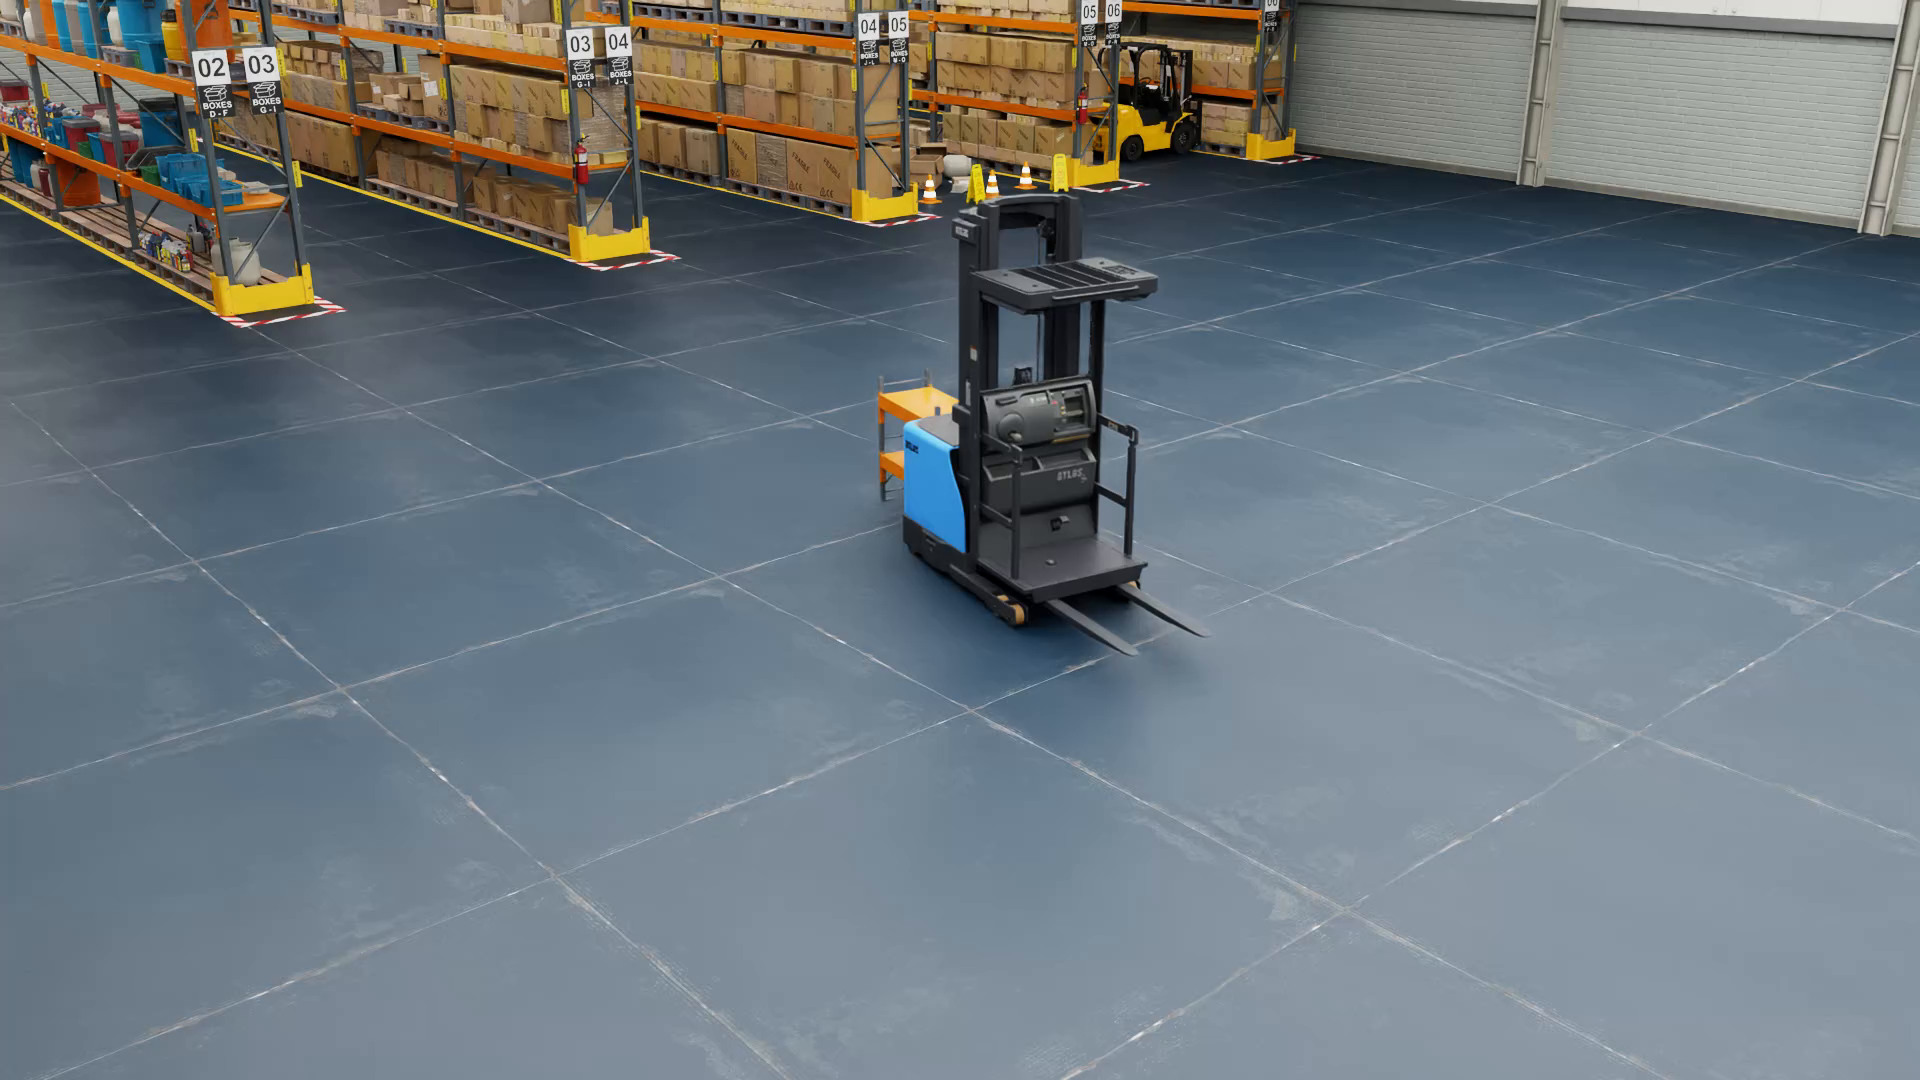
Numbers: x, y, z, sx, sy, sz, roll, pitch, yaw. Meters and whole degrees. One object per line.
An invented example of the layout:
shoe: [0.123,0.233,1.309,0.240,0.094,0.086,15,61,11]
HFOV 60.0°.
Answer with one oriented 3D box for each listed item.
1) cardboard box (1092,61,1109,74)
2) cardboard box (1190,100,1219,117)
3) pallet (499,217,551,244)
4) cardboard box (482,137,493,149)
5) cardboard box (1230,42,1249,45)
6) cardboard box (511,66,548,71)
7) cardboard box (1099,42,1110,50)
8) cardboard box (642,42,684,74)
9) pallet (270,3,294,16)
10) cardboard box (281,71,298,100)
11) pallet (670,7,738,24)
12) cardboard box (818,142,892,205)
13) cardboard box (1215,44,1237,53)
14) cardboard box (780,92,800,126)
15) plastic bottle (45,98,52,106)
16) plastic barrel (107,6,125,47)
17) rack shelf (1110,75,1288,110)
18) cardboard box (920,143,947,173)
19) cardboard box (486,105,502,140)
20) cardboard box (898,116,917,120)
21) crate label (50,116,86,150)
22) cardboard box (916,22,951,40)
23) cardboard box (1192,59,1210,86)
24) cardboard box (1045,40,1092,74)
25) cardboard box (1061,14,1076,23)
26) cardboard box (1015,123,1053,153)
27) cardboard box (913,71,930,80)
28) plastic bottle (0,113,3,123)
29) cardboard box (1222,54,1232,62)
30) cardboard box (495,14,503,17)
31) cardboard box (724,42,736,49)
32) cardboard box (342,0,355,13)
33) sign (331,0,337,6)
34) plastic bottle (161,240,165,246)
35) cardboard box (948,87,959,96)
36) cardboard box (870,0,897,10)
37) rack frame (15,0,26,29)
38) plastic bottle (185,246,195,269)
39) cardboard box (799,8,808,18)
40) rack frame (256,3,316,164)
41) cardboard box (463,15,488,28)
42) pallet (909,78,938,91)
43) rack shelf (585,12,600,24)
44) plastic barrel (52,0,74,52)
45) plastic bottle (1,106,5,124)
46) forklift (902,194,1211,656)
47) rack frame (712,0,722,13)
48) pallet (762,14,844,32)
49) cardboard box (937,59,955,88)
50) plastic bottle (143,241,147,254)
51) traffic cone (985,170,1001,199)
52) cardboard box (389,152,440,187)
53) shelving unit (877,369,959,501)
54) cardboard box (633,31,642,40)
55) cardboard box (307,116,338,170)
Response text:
cardboard box: [3.062,-10.206,35.860,0.500,0.250,0.500,-17,27,-36]
cardboard box: [4.989,-8.804,33.898,0.500,0.250,0.500,-17,27,-37]
pallet: [-6.410,-4.844,25.788,1.003,0.211,1.213,-17,27,-37]
cardboard box: [-7.124,-6.129,25.589,0.380,0.149,0.250,-17,27,-37]
cardboard box: [5.665,-9.946,33.557,0.380,0.149,0.250,-17,27,-37]
cardboard box: [-6.521,-6.972,25.483,0.500,0.500,0.500,-17,27,-37]
cardboard box: [3.198,-10.589,35.605,0.380,0.149,0.250,-16,27,-36]
cardboard box: [-5.510,-9.020,31.118,0.700,0.500,0.500,-18,28,-38]
pallet: [-12.262,-9.933,31.107,0.805,0.209,1.217,-19,28,-39]
cardboard box: [-12.458,-8.588,31.387,0.500,0.500,0.500,-17,27,-37]
pallet: [-4.488,-9.359,29.641,0.805,0.209,1.217,-19,28,-39]
cardboard box: [-1.734,-6.082,27.464,0.875,0.875,0.875,-17,27,-37]
cardboard box: [5.325,-9.842,33.292,0.380,0.149,0.250,-17,27,-37]
cardboard box: [-2.541,-7.334,28.116,0.875,0.550,0.500,-17,27,-37]
plastic bottle: [-15.682,-7.438,28.655,0.144,0.351,0.185,-17,27,-37]
plastic barrel: [-11.296,-6.956,22.515,0.421,0.512,0.421,0,21,0]
rack shelf: [4.895,-9.311,34.356,1.077,0.370,4.000,-17,27,-37]
cardboard box: [-0.500,-7.233,31.489,0.500,0.500,0.500,0,21,-1]
cardboard box: [-6.727,-6.442,25.500,0.875,0.500,0.500,-17,27,-37]
cardboard box: [-1.440,-8.522,34.382,0.950,0.372,0.625,-16,27,-36]
crate label: [-13.596,-6.260,25.533,0.502,0.435,0.616,-17,27,-37]
cardboard box: [-0.636,-12.104,39.788,0.700,0.500,0.500,-18,27,-38]
cardboard box: [5.014,-9.501,33.716,0.500,0.500,0.500,-18,28,-38]
cardboard box: [1.944,-8.651,29.767,0.700,0.500,0.500,-18,28,-39]
cardboard box: [1.998,-9.223,29.375,0.380,0.149,0.250,-17,27,-37]
cardboard box: [1.379,-7.478,30.855,0.500,0.500,0.500,-16,27,-36]
cardboard box: [-0.713,-9.171,32.781,0.380,0.149,0.250,-17,27,-37]
plastic bottle: [-16.216,-7.184,28.210,0.097,0.201,0.097,0,21,0]
cardboard box: [5.450,-9.621,33.134,0.380,0.149,0.250,-17,27,-36]
cardboard box: [-6.910,-8.004,25.579,0.380,0.149,0.250,-19,28,-40]
cardboard box: [-4.955,-11.063,37.363,0.500,0.250,0.500,-17,27,-37]
cardboard box: [-10.175,-9.247,28.270,0.500,0.500,0.500,-17,27,-37]
sign: [-10.713,-9.306,28.427,0.100,0.325,0.005,-17,27,-37]
plastic bottle: [-10.968,-4.007,22.964,0.097,0.271,0.097,0,21,0]
cardboard box: [-0.002,-8.678,32.098,0.380,0.149,0.250,-16,27,-36]
cardboard box: [-1.362,-8.606,26.542,0.500,0.250,0.500,-18,27,-38]
rack frame: [-14.039,-9.376,25.310,1.000,3.000,0.127,-17,27,-37]
plastic bottle: [-10.412,-3.817,22.465,0.061,0.283,0.133,-17,27,-37]
cardboard box: [-2.380,-8.519,26.865,0.380,0.149,0.250,-18,28,-38]
rack frame: [-12.898,-8.867,32.236,1.000,3.000,0.127,-17,27,-37]
cardboard box: [-7.310,-7.869,25.233,0.380,0.149,0.250,-17,27,-37]
pallet: [-0.557,-9.172,33.279,1.003,0.211,1.213,-17,27,-37]
rack shelf: [-7.769,-10.529,33.353,1.077,0.370,4.000,-17,27,-37]
plastic barrel: [-12.778,-7.558,24.094,0.600,0.901,0.708,-17,27,-37]
plastic bottle: [-16.154,-7.185,28.103,0.061,0.283,0.133,-17,27,-37]
forklift: [0.697,-0.923,12.048,1.130,2.935,3.031,-12,24,-27]
rack frame: [-3.852,-10.603,28.442,1.000,3.000,0.127,-17,27,-37]
pallet: [-2.534,-8.600,27.562,1.003,0.211,1.213,-17,27,-37]
cardboard box: [-0.092,-9.013,32.064,0.500,0.500,0.500,-18,27,-38]
plastic bottle: [-11.420,-4.131,23.378,0.097,0.201,0.097,0,21,0]
traffic cone: [0.566,-6.183,28.862,0.336,0.463,0.334,-17,27,-37]
cardboard box: [-9.463,-6.472,28.946,0.500,0.500,0.700,20,29,41]
shelving unit: [-0.231,-0.751,14.085,0.538,1.125,1.048,-12,24,-27]
cardboard box: [-7.554,-12.044,40.210,0.500,0.500,0.500,-18,28,-38]
cardboard box: [-11.298,-7.412,30.858,1.225,0.875,0.875,-17,27,-37]
